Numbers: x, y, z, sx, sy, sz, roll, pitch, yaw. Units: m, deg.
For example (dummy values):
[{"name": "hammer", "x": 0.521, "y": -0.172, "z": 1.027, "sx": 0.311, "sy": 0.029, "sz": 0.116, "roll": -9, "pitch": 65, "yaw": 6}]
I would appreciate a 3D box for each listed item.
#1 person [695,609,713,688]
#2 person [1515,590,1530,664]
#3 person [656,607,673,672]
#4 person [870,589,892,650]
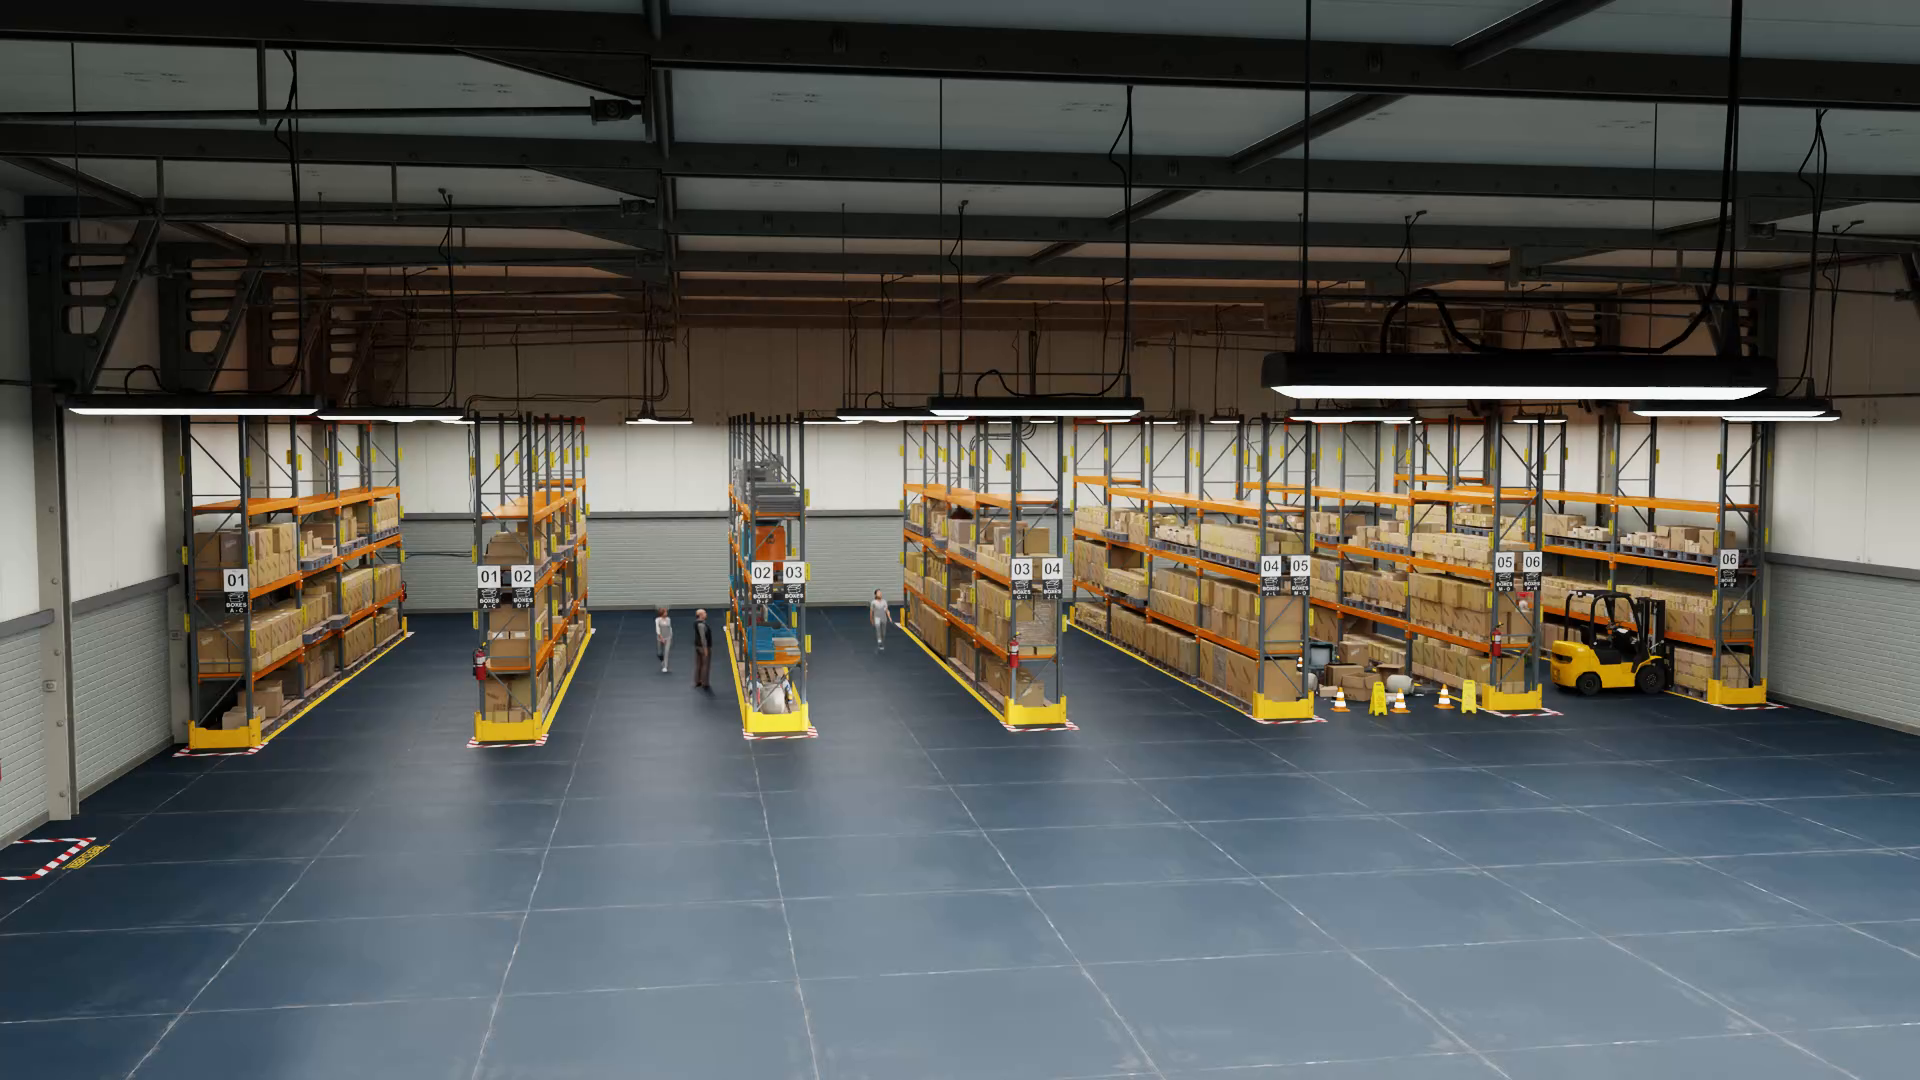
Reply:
[{"name": "person", "x": -5.608, "y": 2.376, "z": 36.509, "sx": 0.446, "sy": 1.731, "sz": 0.573, "roll": -2, "pitch": 5, "yaw": -32}, {"name": "person", "x": 13.478, "y": 2.101, "z": 40.063, "sx": 0.616, "sy": 1.822, "sz": 0.542, "roll": -2, "pitch": 4, "yaw": -22}, {"name": "person", "x": -6.950, "y": 2.372, "z": 39.038, "sx": 0.381, "sy": 1.392, "sz": 0.906, "roll": 0, "pitch": 4, "yaw": -4}, {"name": "person", "x": -2.007, "y": 2.035, "z": 42.052, "sx": 0.532, "sy": 1.582, "sz": 1.013, "roll": -1, "pitch": 4, "yaw": -11}]
